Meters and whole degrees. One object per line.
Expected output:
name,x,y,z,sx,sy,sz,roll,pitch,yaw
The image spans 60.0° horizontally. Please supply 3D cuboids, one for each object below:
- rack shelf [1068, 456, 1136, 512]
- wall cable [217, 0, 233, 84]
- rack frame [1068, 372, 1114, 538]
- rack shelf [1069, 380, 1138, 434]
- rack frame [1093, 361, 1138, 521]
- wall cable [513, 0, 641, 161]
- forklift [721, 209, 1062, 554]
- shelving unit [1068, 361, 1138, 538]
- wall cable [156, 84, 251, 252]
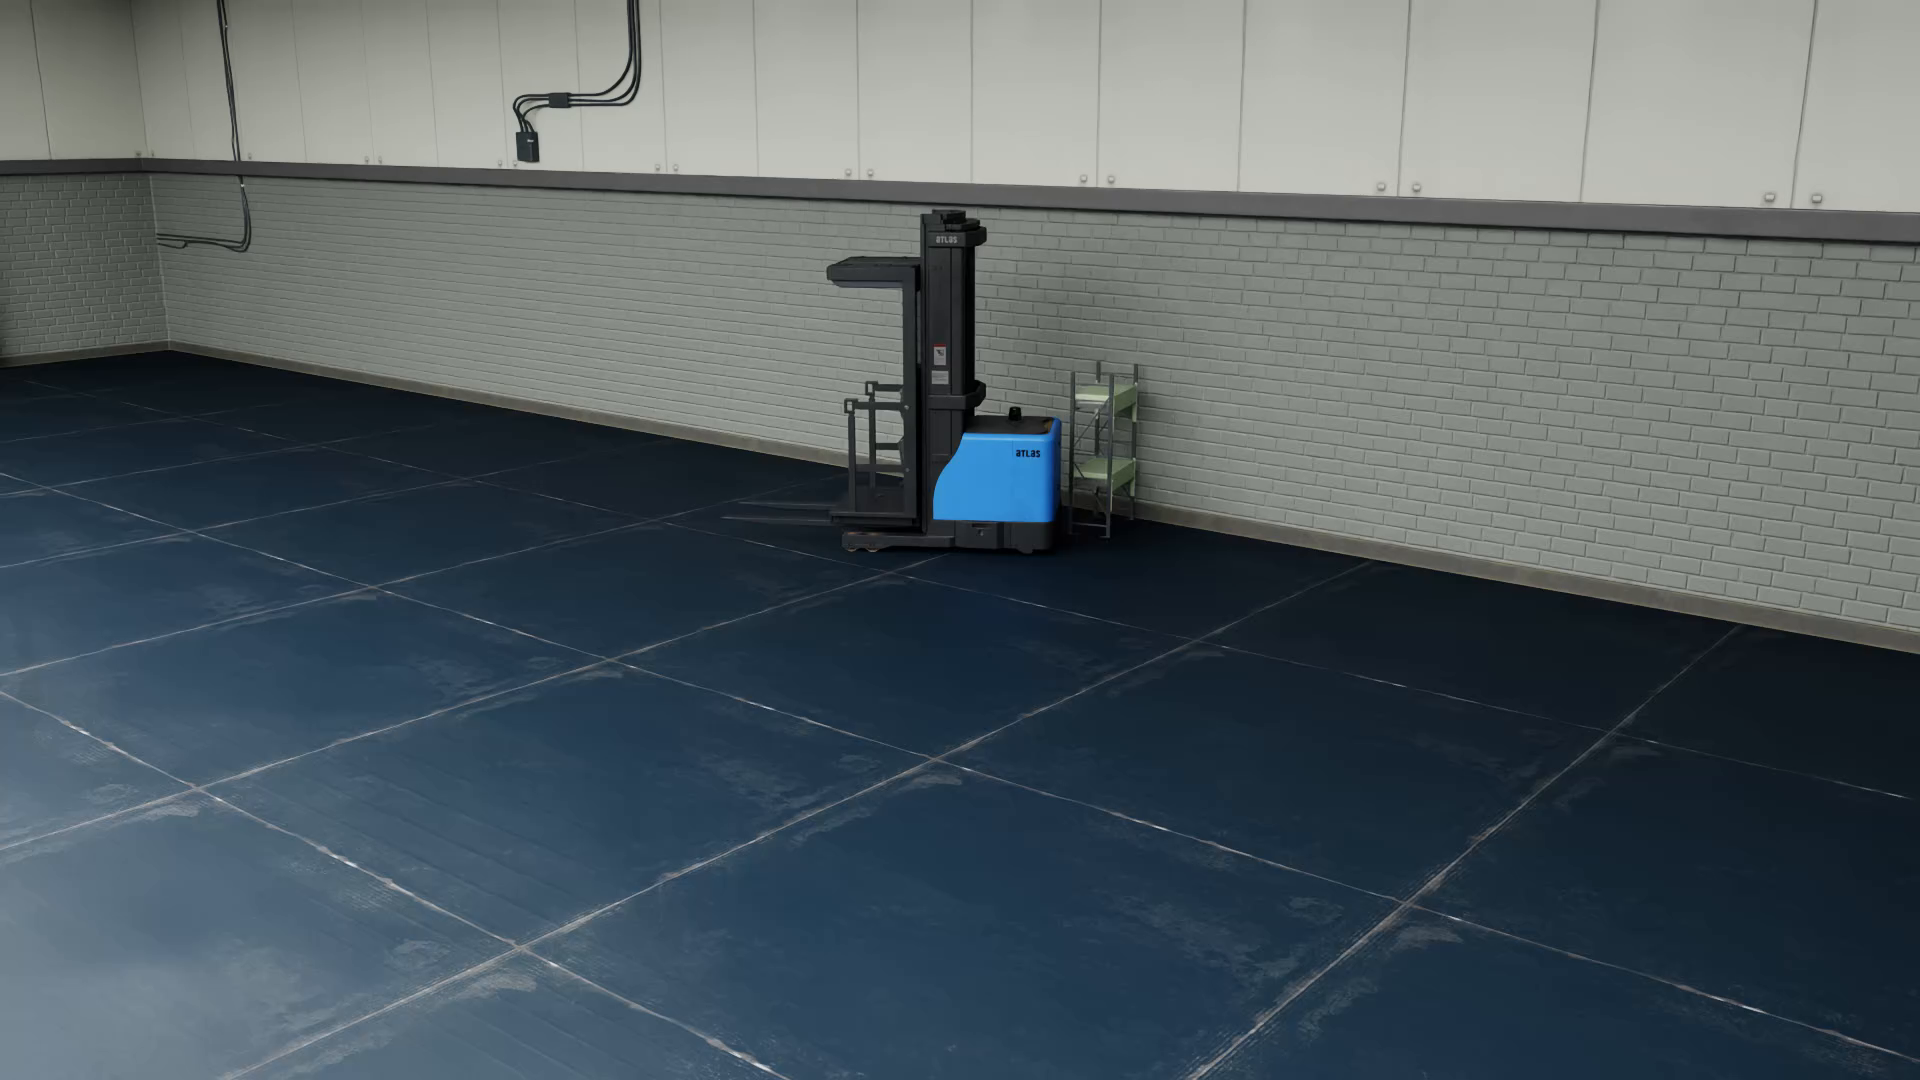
rack shelf,1.329,-0.535,15.506,0.431,0.370,0.720,6,15,22
wall cable,-9.864,-7.806,23.624,3.097,2.526,0.112,11,18,38
rack frame,1.187,-0.768,15.099,0.400,1.500,0.023,6,15,22
rack shelf,1.329,-1.229,15.330,0.431,0.370,0.720,6,15,22
rack frame,1.472,-0.934,15.753,0.400,1.500,0.023,6,15,22
wall cable,-4.594,-7.458,19.298,2.305,6.003,0.169,11,18,38
forklift,-0.618,-1.440,14.840,3.031,2.935,1.130,2,14,7
shelving unit,1.329,-0.851,15.426,0.431,1.500,0.755,6,15,22
wall cable,-11.968,-5.777,25.894,3.097,2.526,0.112,11,18,38
